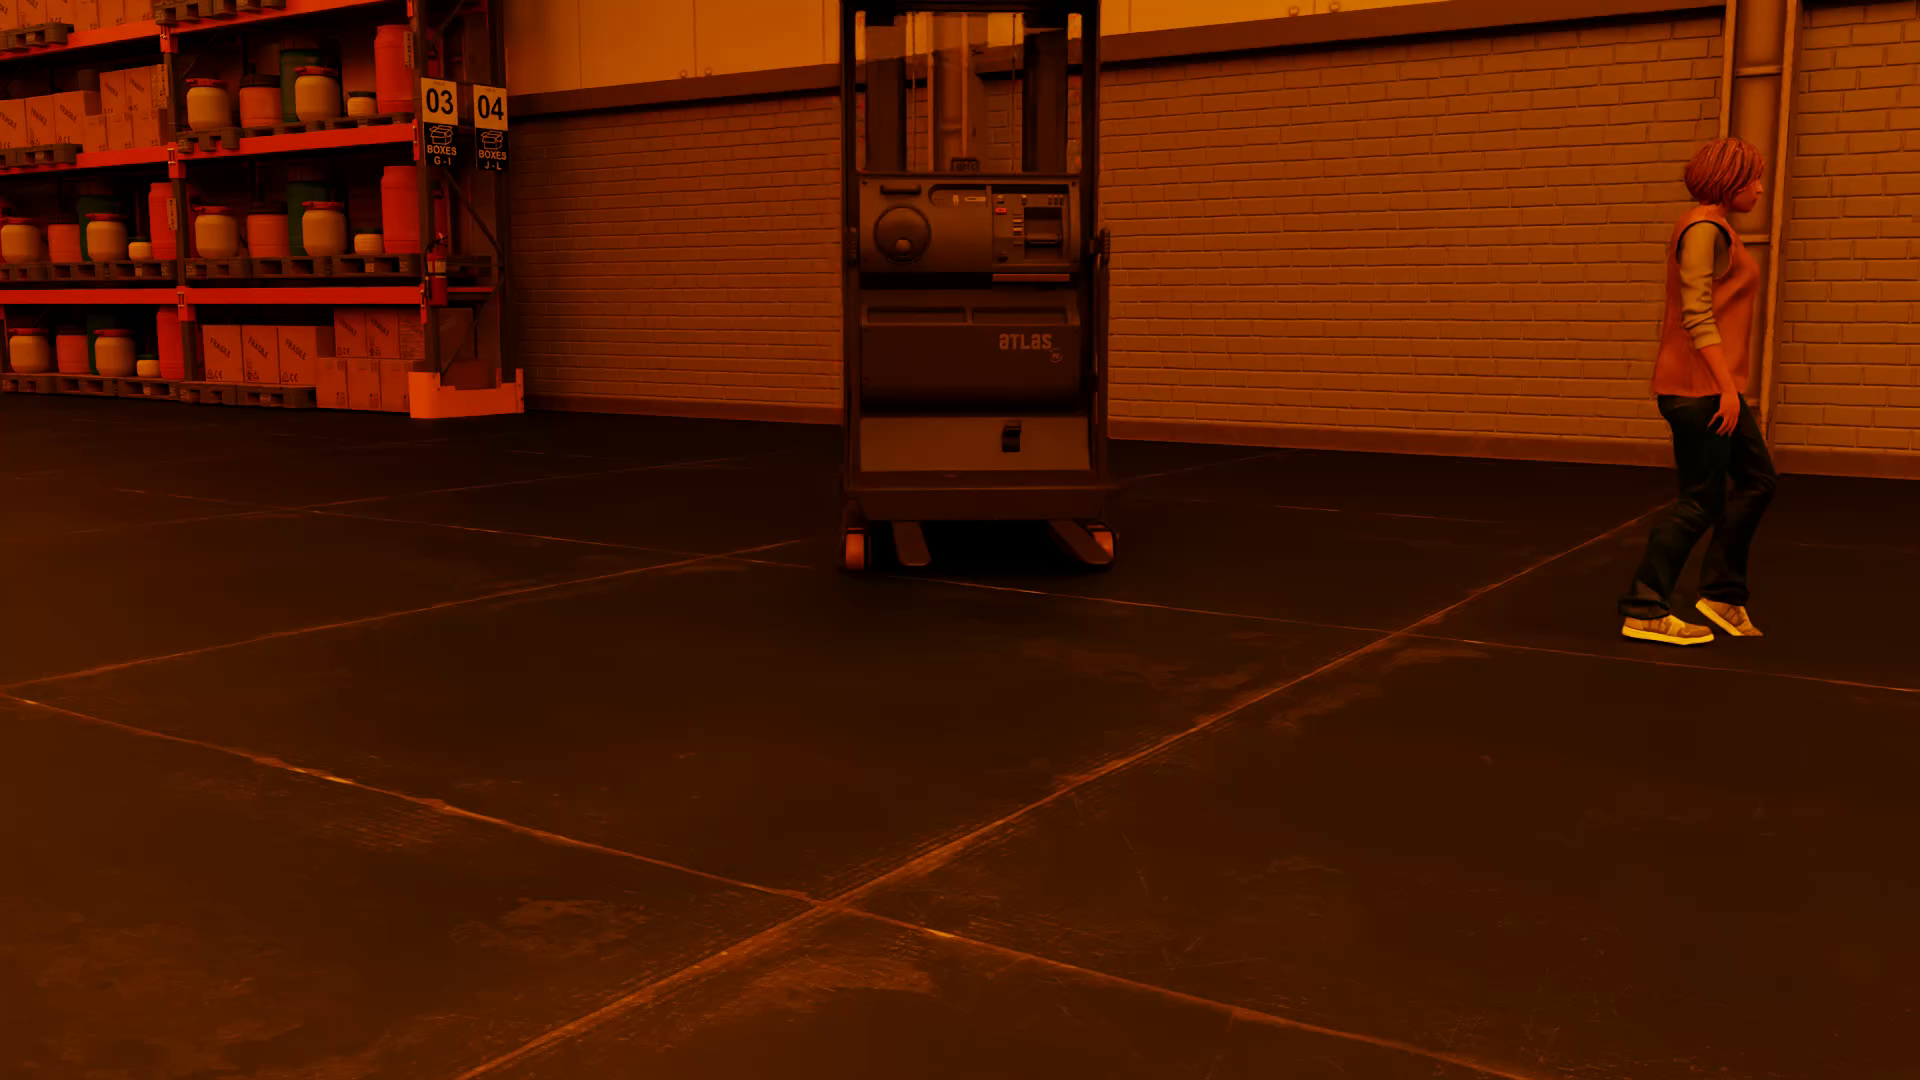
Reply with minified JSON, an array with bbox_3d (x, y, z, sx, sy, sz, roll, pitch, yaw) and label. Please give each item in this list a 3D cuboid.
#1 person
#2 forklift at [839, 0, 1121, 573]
[{"bbox_3d":[2.348,-0.431,5.223,0.459,1.627,0.510,3,9,22],"label":"person"},{"bbox_3d":[0.058,-1.364,6.786,1.130,2.935,3.031,-1,8,-4],"label":"forklift"}]
